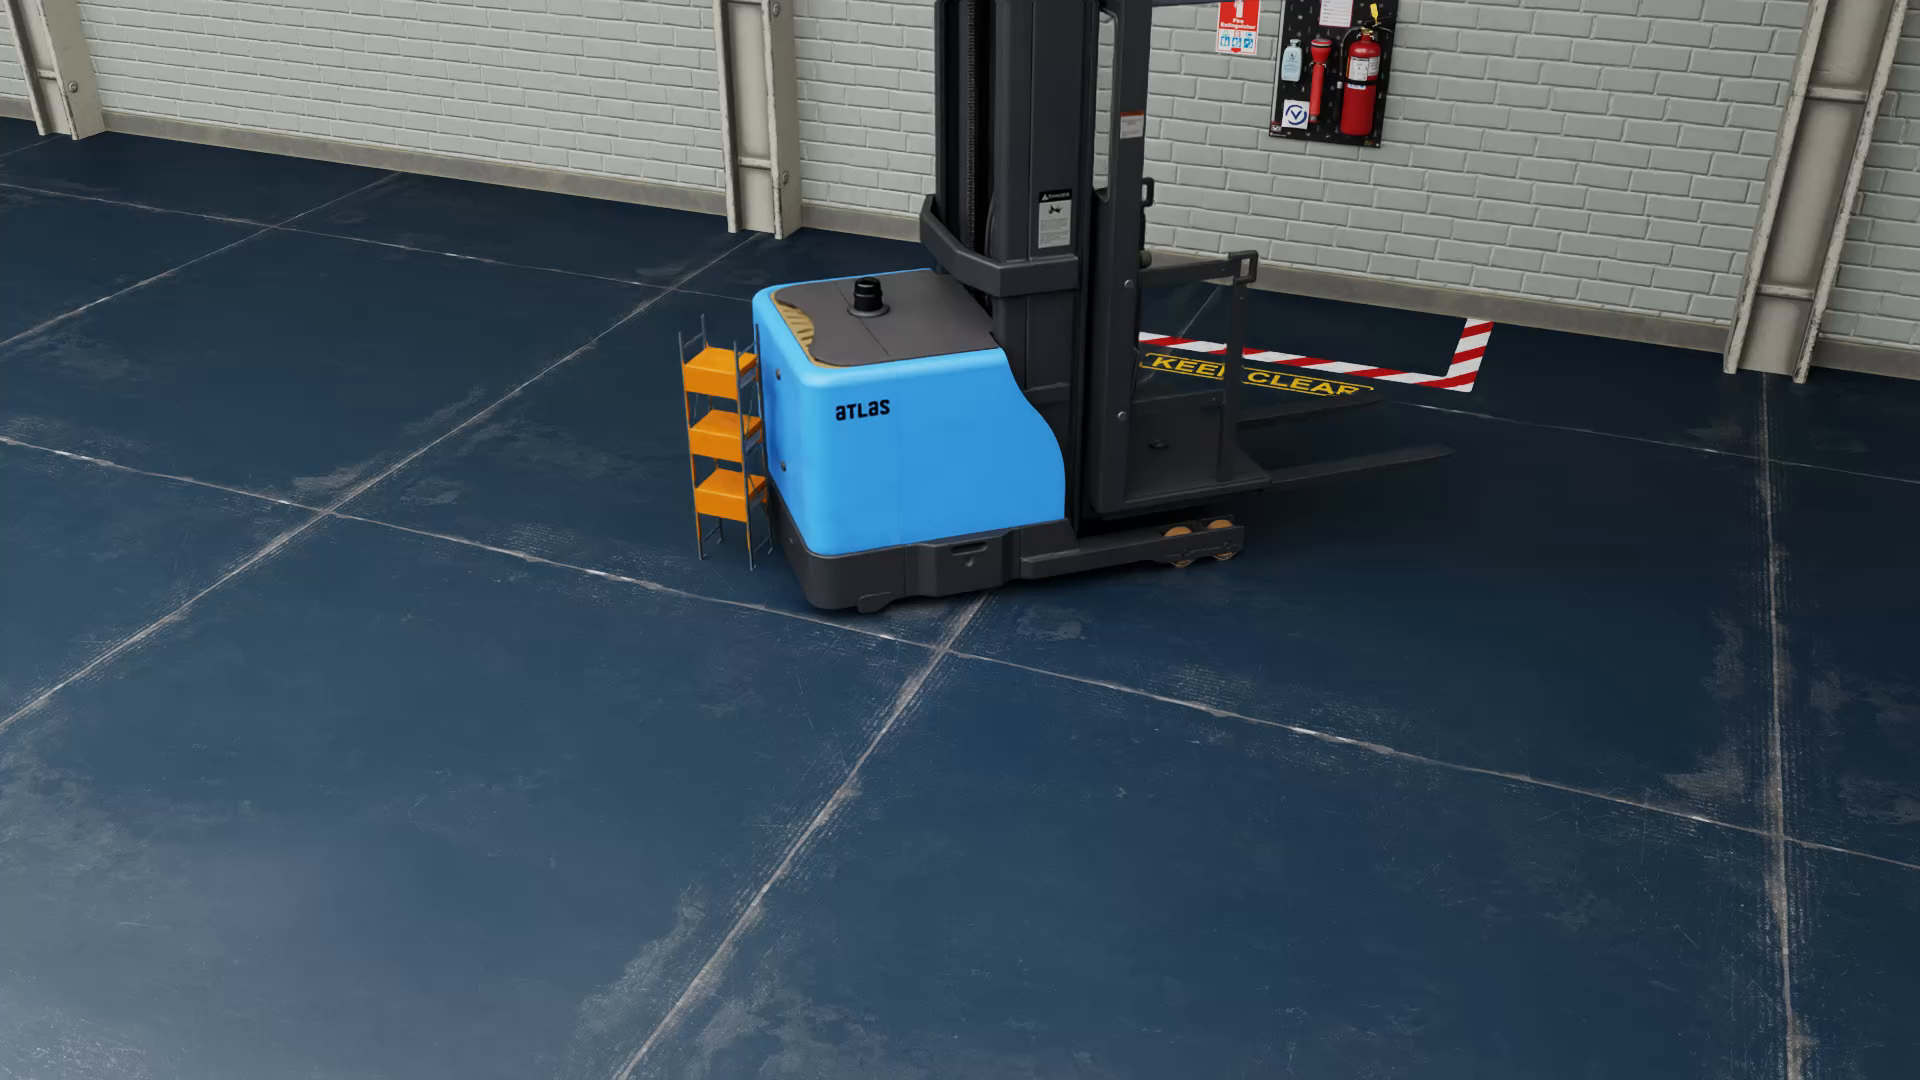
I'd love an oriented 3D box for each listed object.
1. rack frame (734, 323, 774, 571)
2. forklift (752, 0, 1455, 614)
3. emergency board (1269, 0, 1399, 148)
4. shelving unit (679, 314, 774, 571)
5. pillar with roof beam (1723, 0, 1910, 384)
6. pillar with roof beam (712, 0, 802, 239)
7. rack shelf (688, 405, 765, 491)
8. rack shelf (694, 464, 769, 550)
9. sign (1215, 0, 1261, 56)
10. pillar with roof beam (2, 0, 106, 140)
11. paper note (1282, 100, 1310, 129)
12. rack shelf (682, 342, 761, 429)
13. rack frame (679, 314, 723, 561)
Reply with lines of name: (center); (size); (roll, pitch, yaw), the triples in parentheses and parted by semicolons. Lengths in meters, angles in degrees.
rack frame: (-0.844, -0.368, 6.830); (0.008, 1.050, 0.200); (11, 32, 18)
forklift: (0.695, -1.401, 6.750); (3.031, 2.935, 1.130); (-9, 31, -16)
emergency board: (2.019, -2.704, 8.985); (0.643, 1.169, 0.194); (11, 31, 19)
shelving unit: (-0.958, -0.390, 6.868); (0.252, 1.050, 0.215); (11, 32, 18)
pillar with roof beam: (2.676, -2.878, 3.197); (0.400, 9.000, 9.100); (11, 31, 19)
pillar with roof beam: (-2.884, -3.988, 5.161); (0.400, 9.000, 9.100); (11, 31, 19)
rack shelf: (-0.958, -0.381, 6.873); (0.240, 0.259, 0.215); (11, 32, 18)
rack shelf: (-0.958, -0.141, 7.014); (0.240, 0.259, 0.215); (11, 32, 18)
sign: (1.545, -2.869, 9.241); (0.234, 0.329, 0.001); (11, 31, 19)
pillar with roof beam: (-8.443, -5.098, 7.125); (0.400, 9.000, 9.100); (11, 31, 19)
paper note: (1.881, -2.385, 9.316); (0.142, 0.148, 0.016); (11, 31, 19)
rack shelf: (-0.958, -0.626, 6.730); (0.240, 0.259, 0.215); (11, 32, 18)
rack frame: (-1.071, -0.412, 6.906); (0.008, 1.050, 0.200); (11, 32, 18)
